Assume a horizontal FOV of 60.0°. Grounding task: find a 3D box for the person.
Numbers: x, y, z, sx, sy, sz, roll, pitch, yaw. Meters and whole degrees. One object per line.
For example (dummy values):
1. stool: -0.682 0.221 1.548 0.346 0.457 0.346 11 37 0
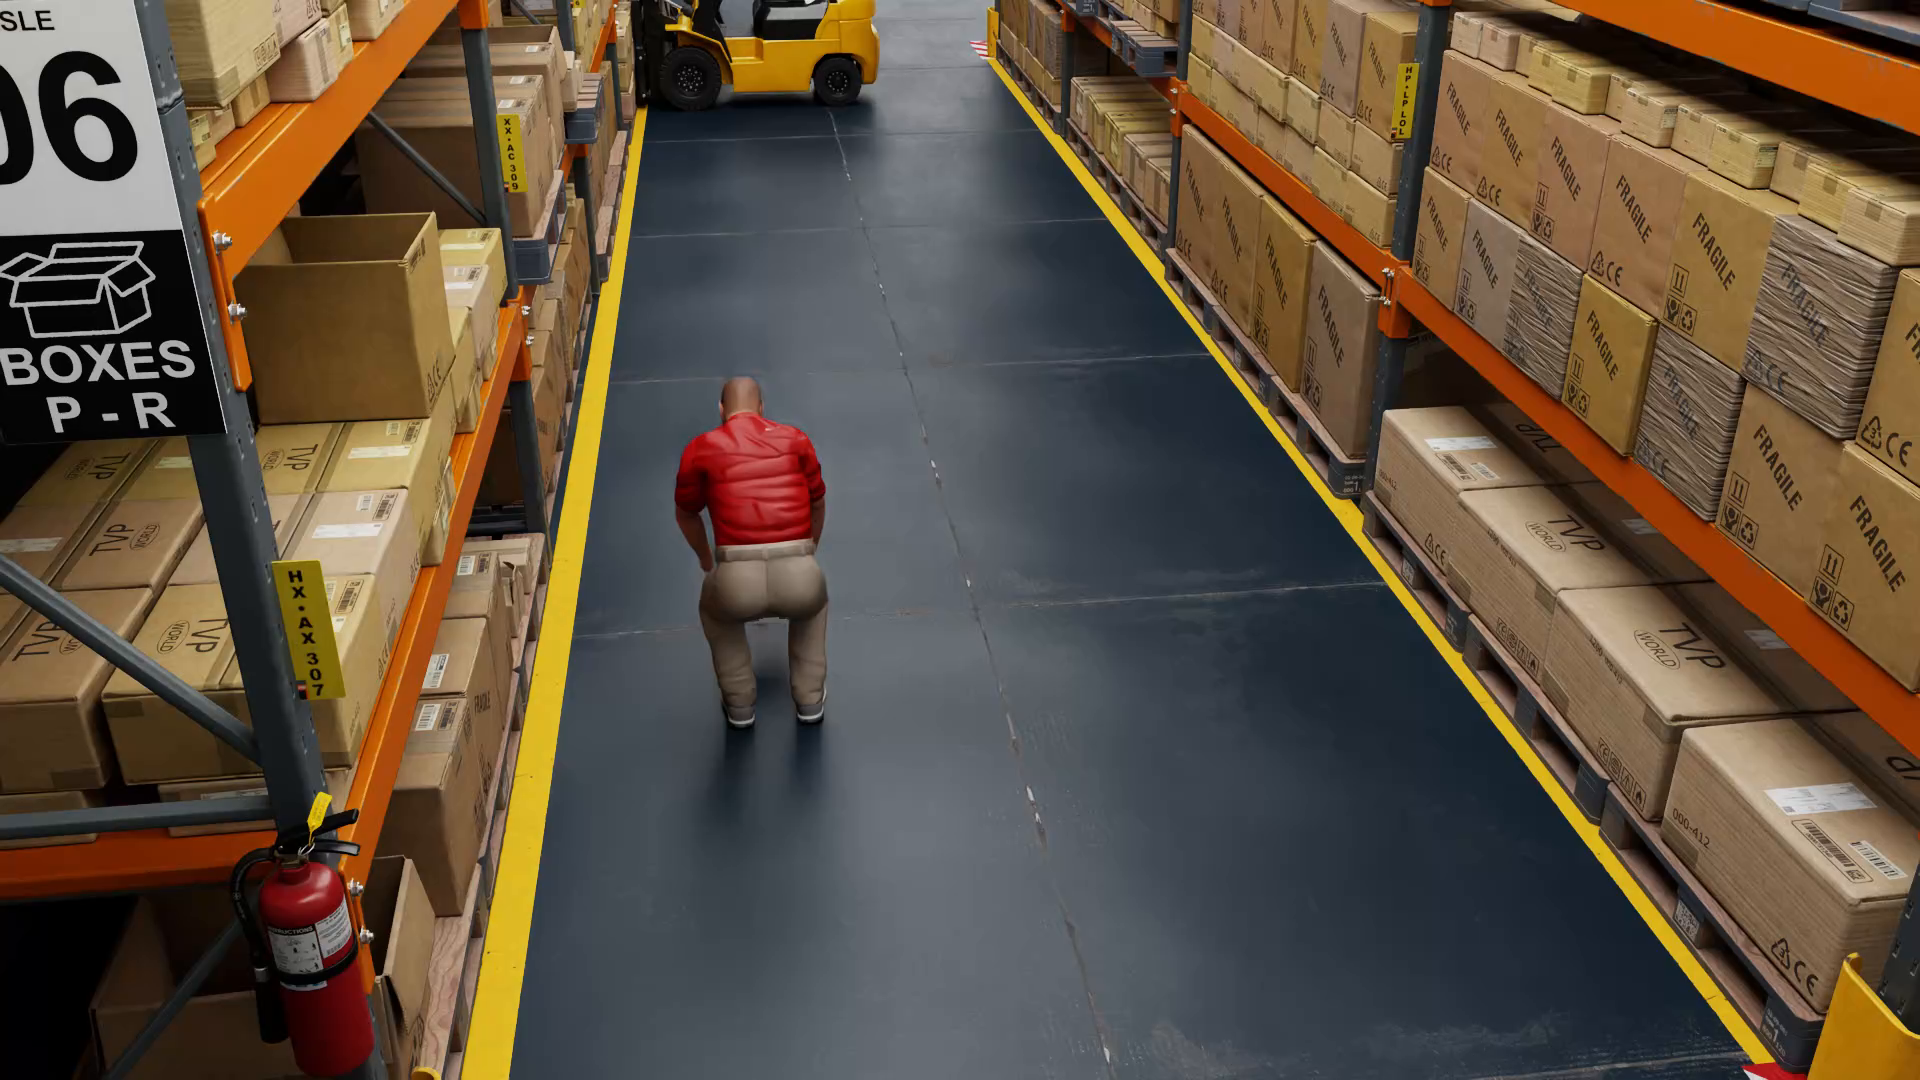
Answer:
1. person: -0.801 0.074 6.479 0.589 1.293 0.767 -4 27 -7
